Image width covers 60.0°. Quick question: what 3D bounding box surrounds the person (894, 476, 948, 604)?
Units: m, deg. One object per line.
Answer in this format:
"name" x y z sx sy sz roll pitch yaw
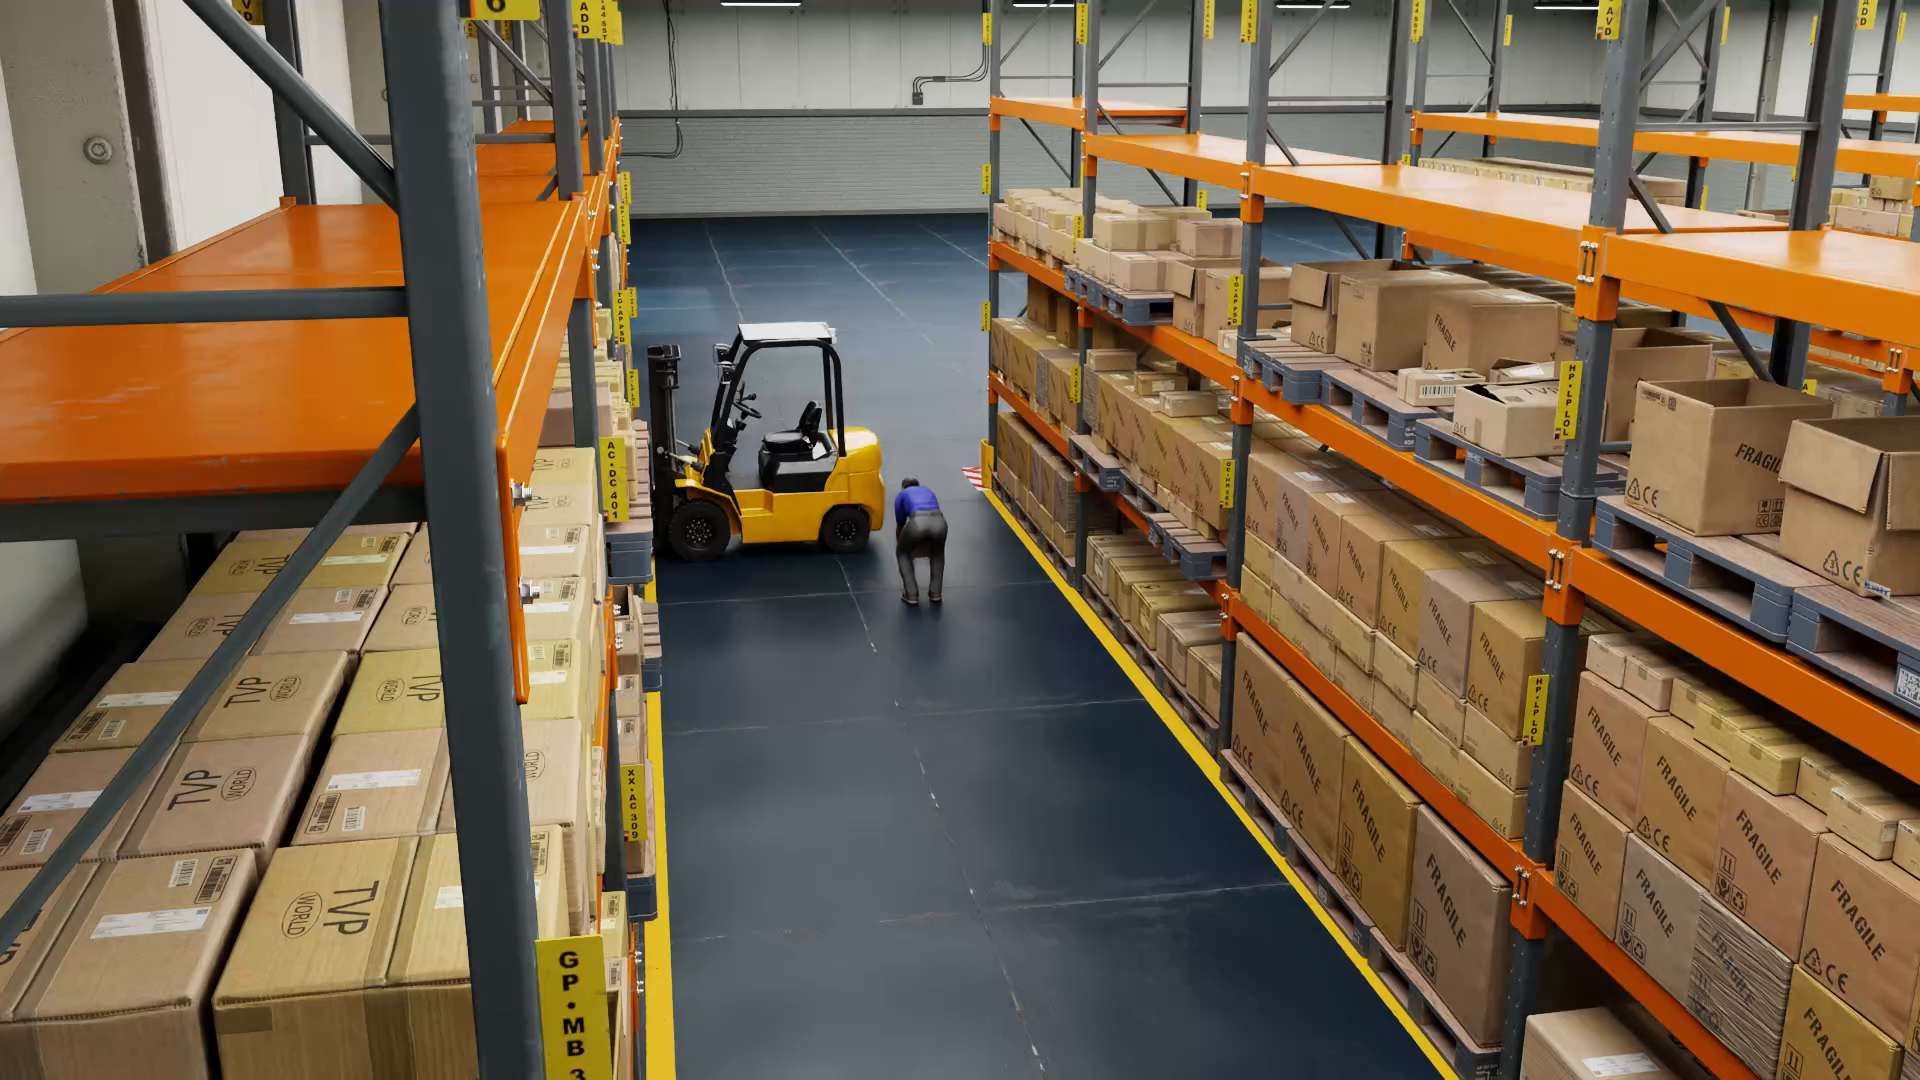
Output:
"person" -0.371 0.008 15.121 0.451 1.036 0.857 -4 17 -13
